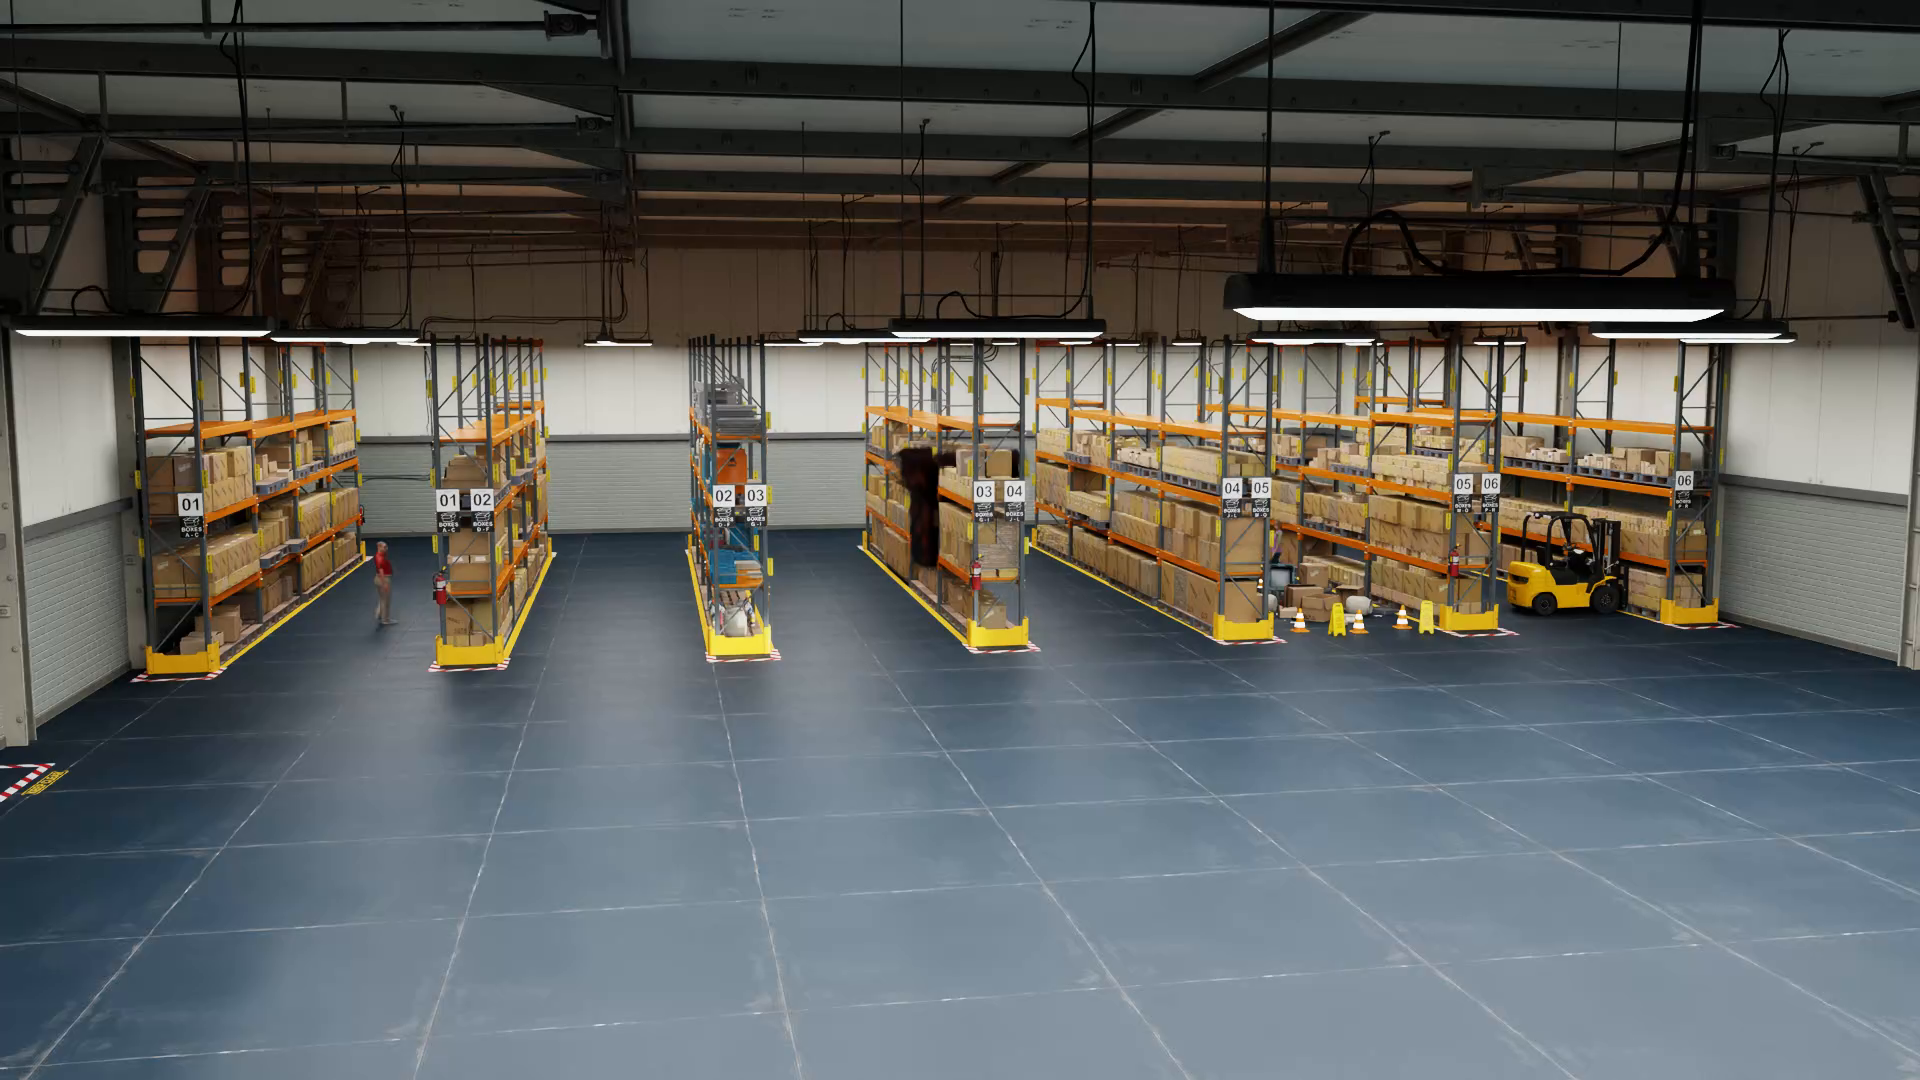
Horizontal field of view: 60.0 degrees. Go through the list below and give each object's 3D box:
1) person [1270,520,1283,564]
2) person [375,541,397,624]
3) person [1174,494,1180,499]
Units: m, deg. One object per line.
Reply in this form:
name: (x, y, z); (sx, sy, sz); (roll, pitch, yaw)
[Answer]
person: (7.633, 0.331, 40.260); (0.390, 1.627, 0.481); (2, 7, 16)
person: (-12.002, 0.887, 34.716); (0.415, 1.731, 0.556); (-4, 8, -32)
person: (5.980, -0.434, 46.392); (0.625, 1.712, 0.571); (-2, 7, -15)
